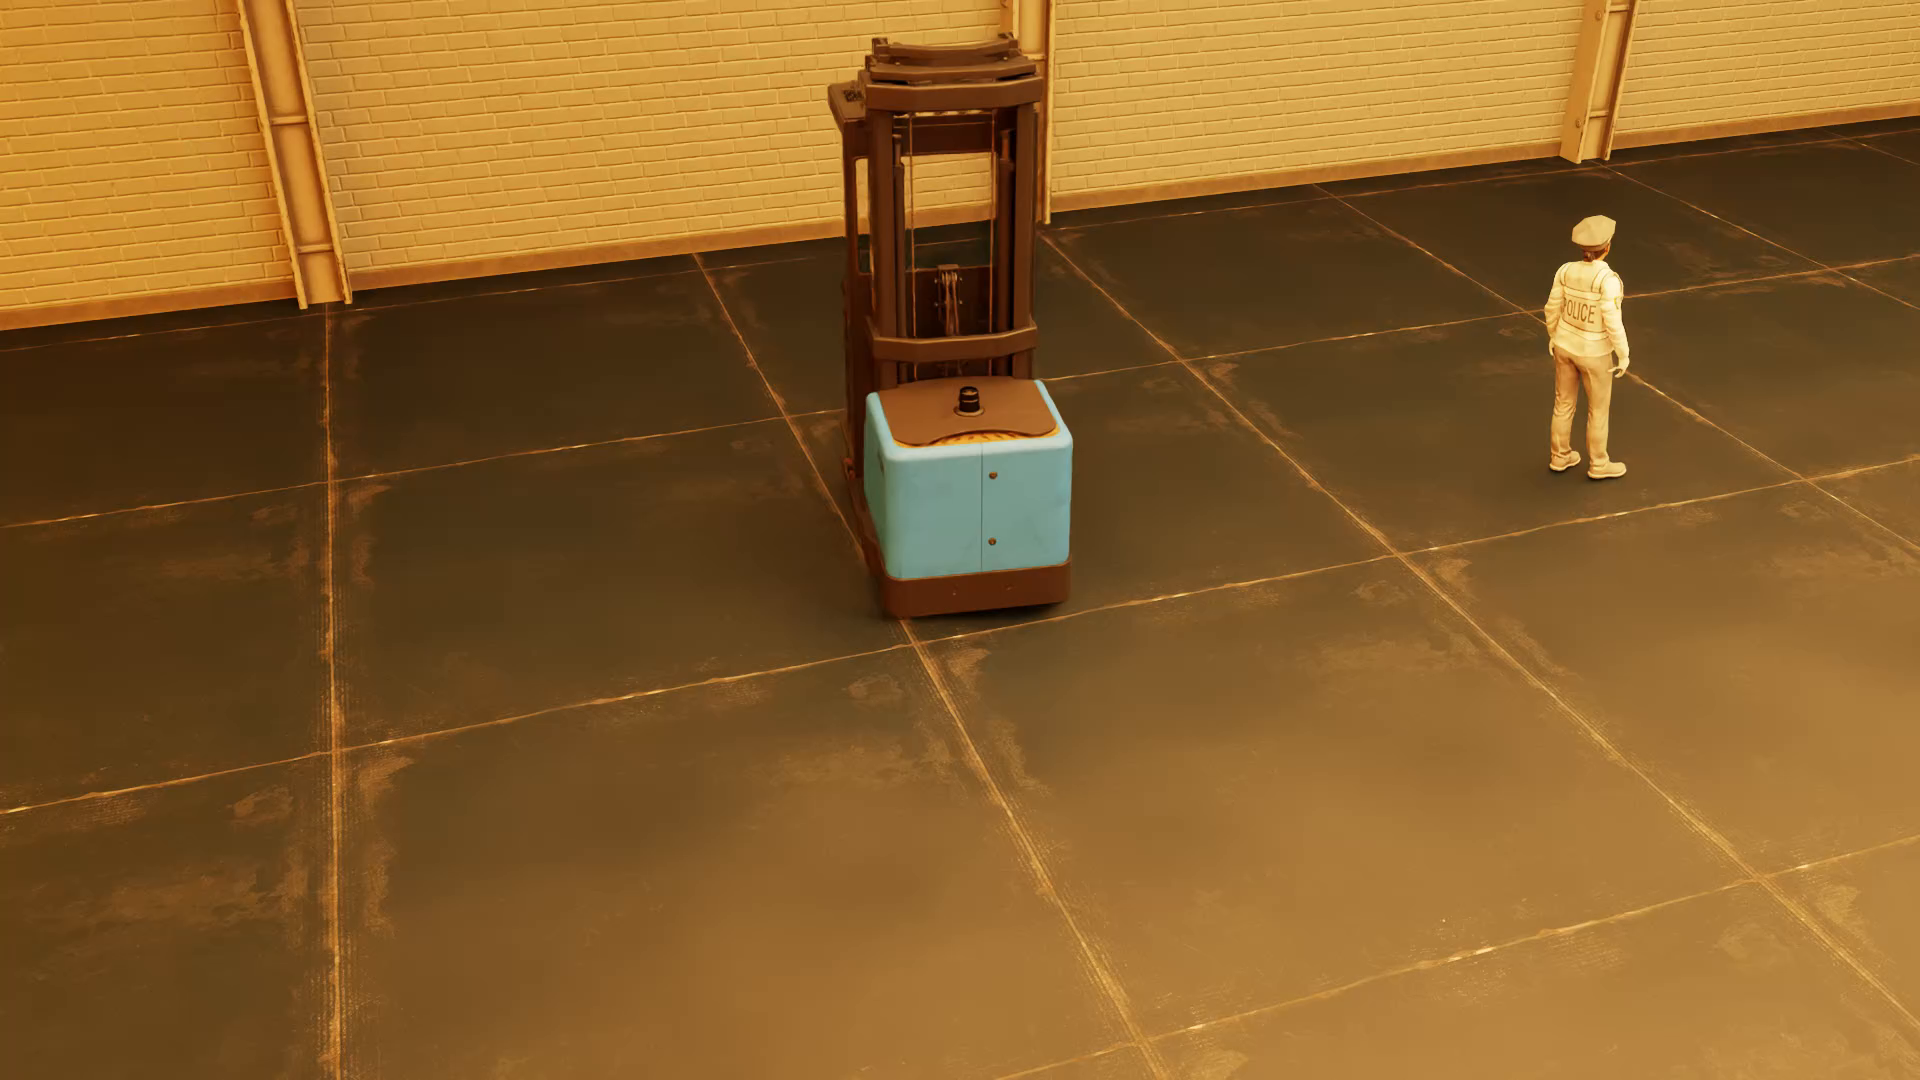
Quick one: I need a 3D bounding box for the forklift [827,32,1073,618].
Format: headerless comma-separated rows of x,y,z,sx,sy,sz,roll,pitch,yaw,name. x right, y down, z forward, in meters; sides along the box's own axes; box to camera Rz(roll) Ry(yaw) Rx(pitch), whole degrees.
-0.154,-1.562,9.803,1.130,2.935,3.031,-5,30,-9,forklift

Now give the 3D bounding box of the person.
3.951,-1.211,10.416,0.531,1.694,0.587,-19,35,-30,person
